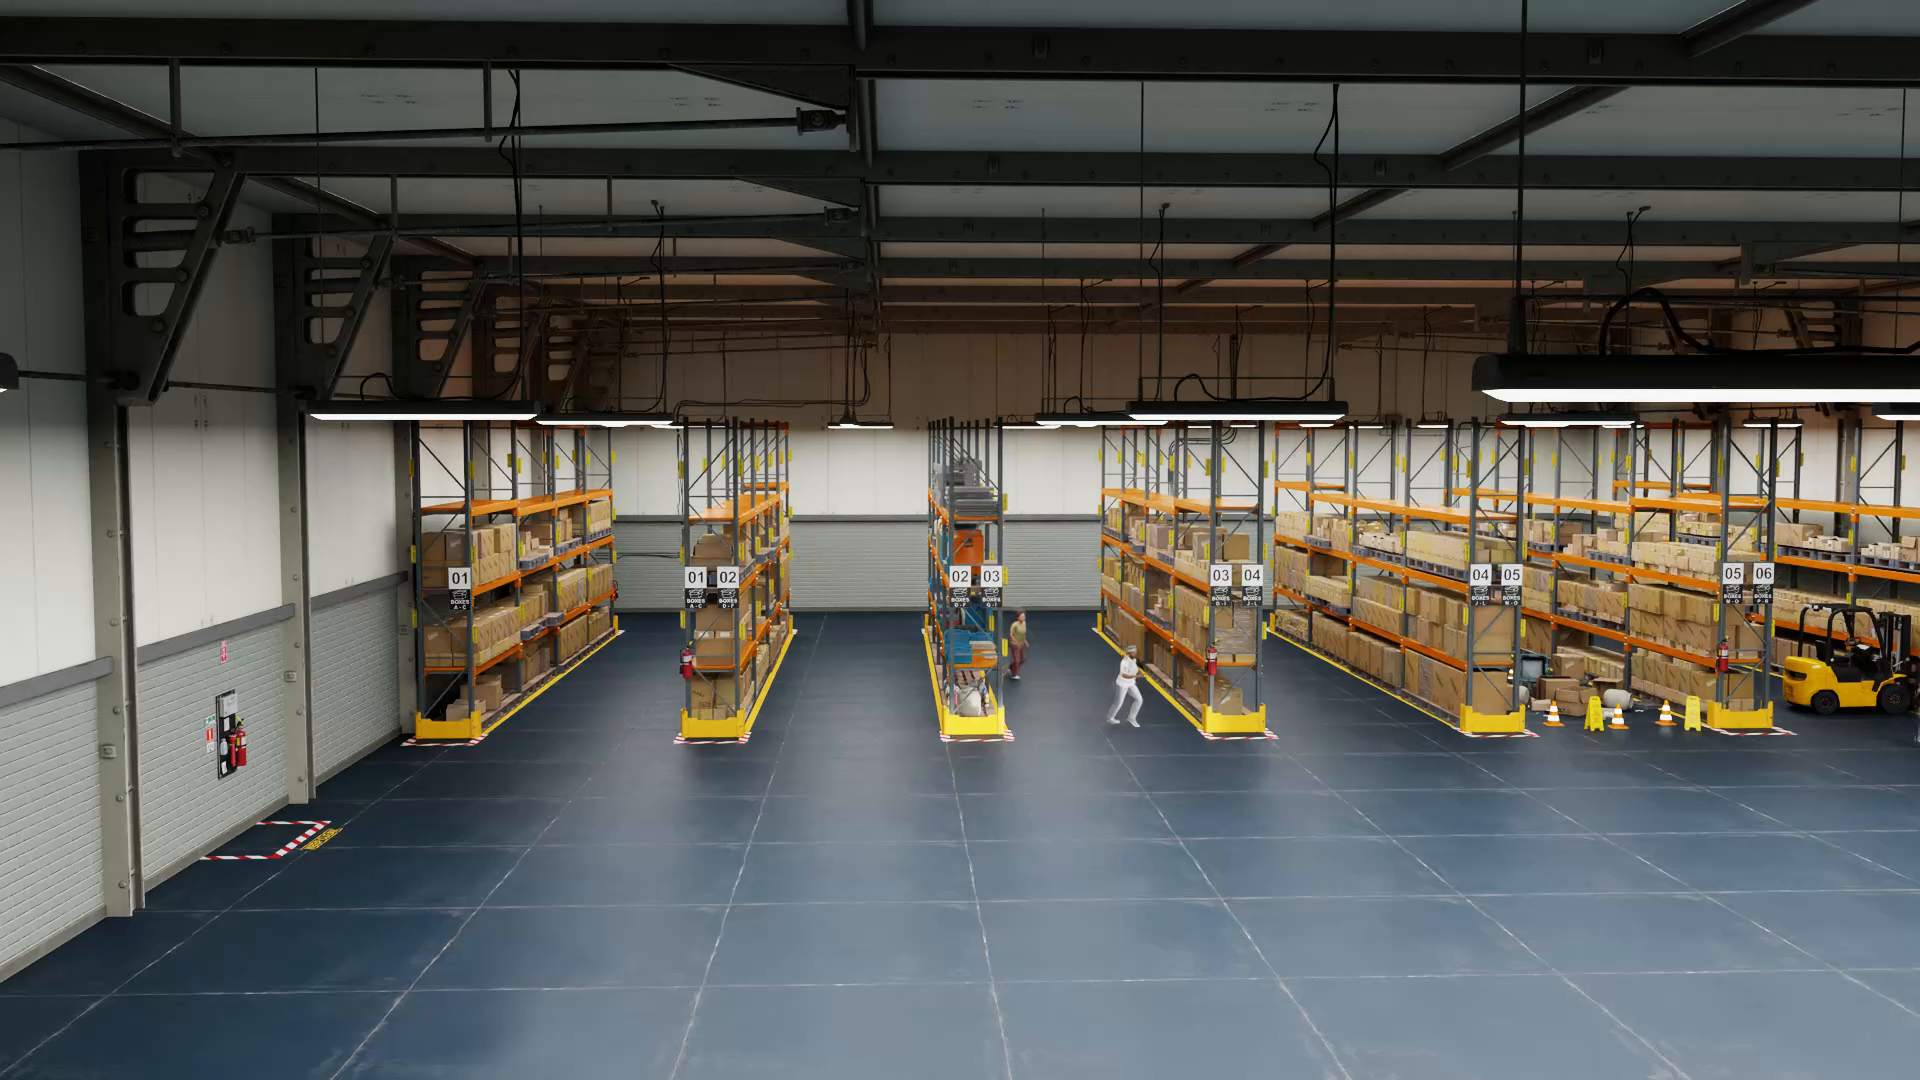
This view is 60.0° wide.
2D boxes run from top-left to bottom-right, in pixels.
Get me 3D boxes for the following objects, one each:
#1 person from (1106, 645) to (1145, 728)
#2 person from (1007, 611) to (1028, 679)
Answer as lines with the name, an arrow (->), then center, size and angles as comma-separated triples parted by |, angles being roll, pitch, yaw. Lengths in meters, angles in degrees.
person -> 3.212, 2.816, 32.094 | 0.507, 1.635, 0.904 | -3, 5, -43
person -> 1.289, 2.416, 38.431 | 0.567, 1.597, 0.694 | -3, 5, -39
